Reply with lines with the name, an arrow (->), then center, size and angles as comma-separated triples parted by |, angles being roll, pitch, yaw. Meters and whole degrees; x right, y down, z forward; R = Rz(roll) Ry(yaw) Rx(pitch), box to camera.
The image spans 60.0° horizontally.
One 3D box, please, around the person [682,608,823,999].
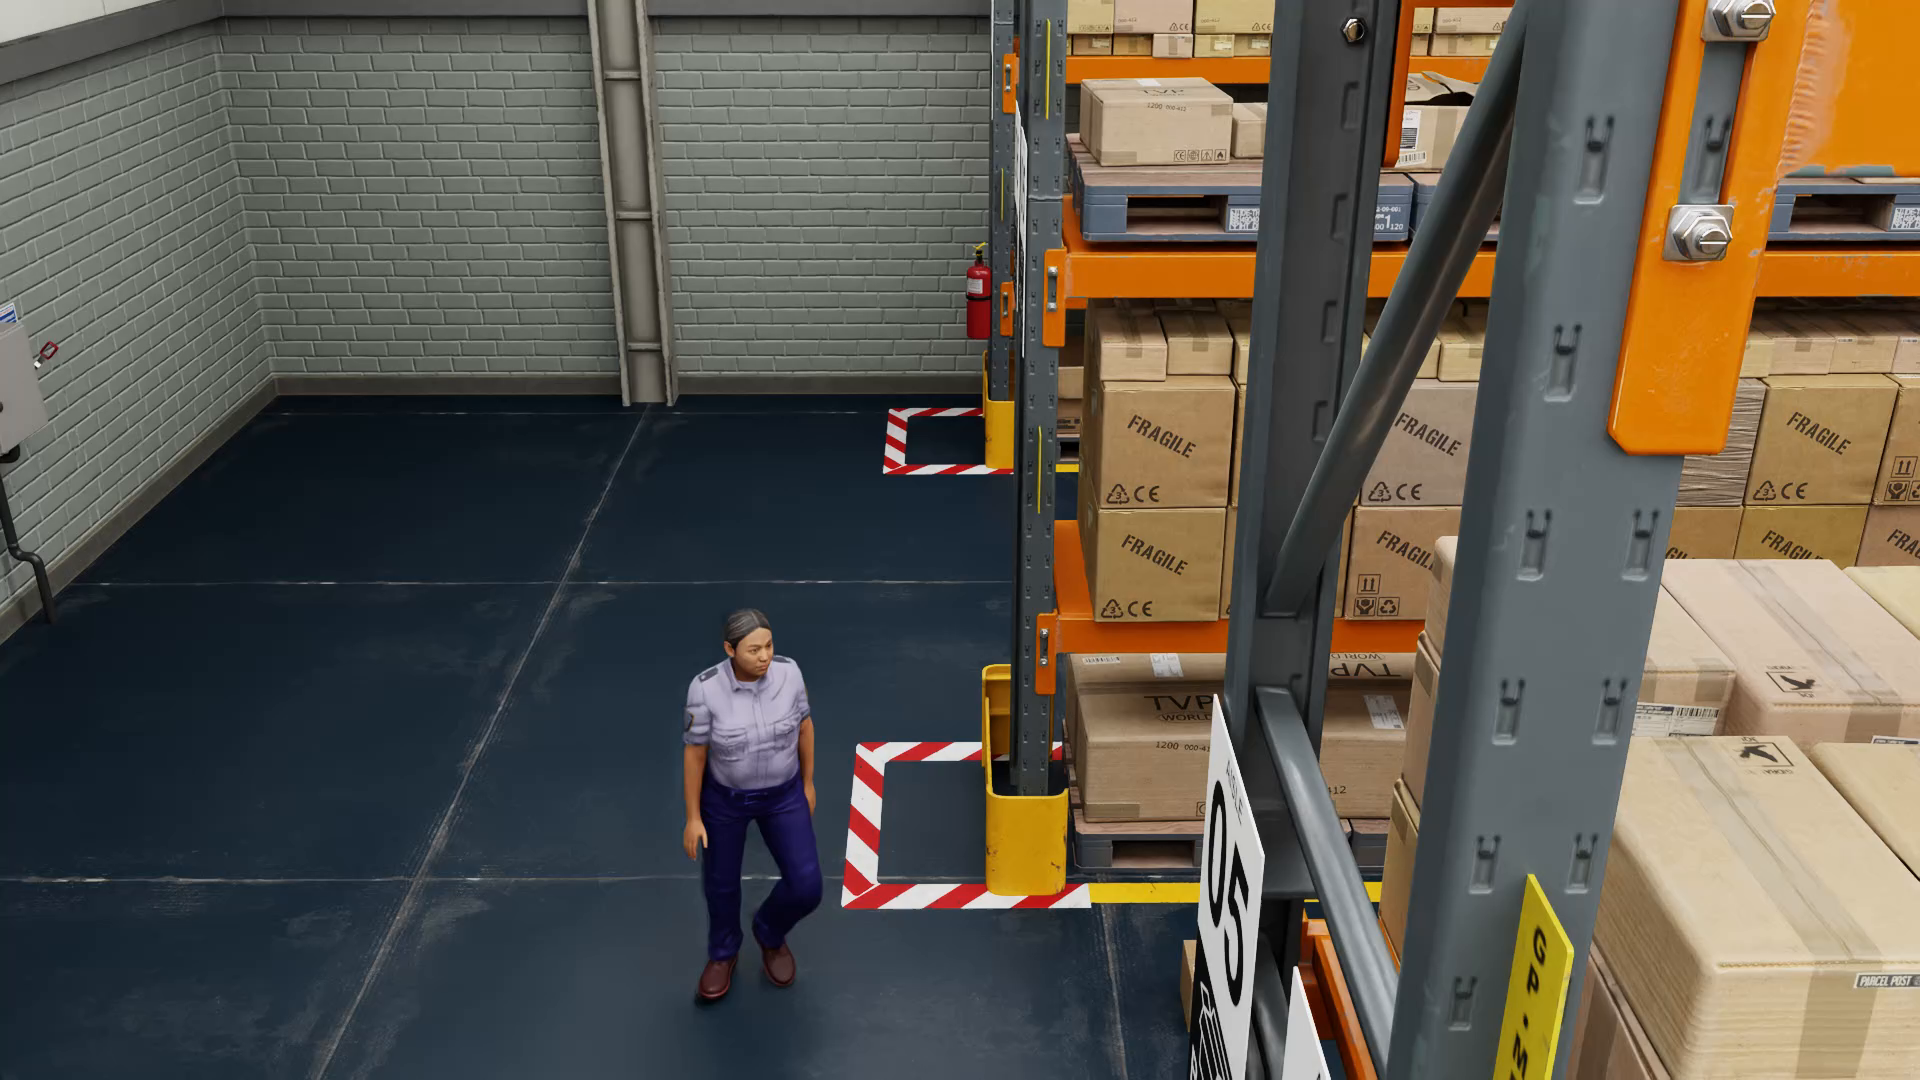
person -> -0.800, 1.014, 6.341 | 0.541, 1.660, 0.426 | -6, 25, -14
